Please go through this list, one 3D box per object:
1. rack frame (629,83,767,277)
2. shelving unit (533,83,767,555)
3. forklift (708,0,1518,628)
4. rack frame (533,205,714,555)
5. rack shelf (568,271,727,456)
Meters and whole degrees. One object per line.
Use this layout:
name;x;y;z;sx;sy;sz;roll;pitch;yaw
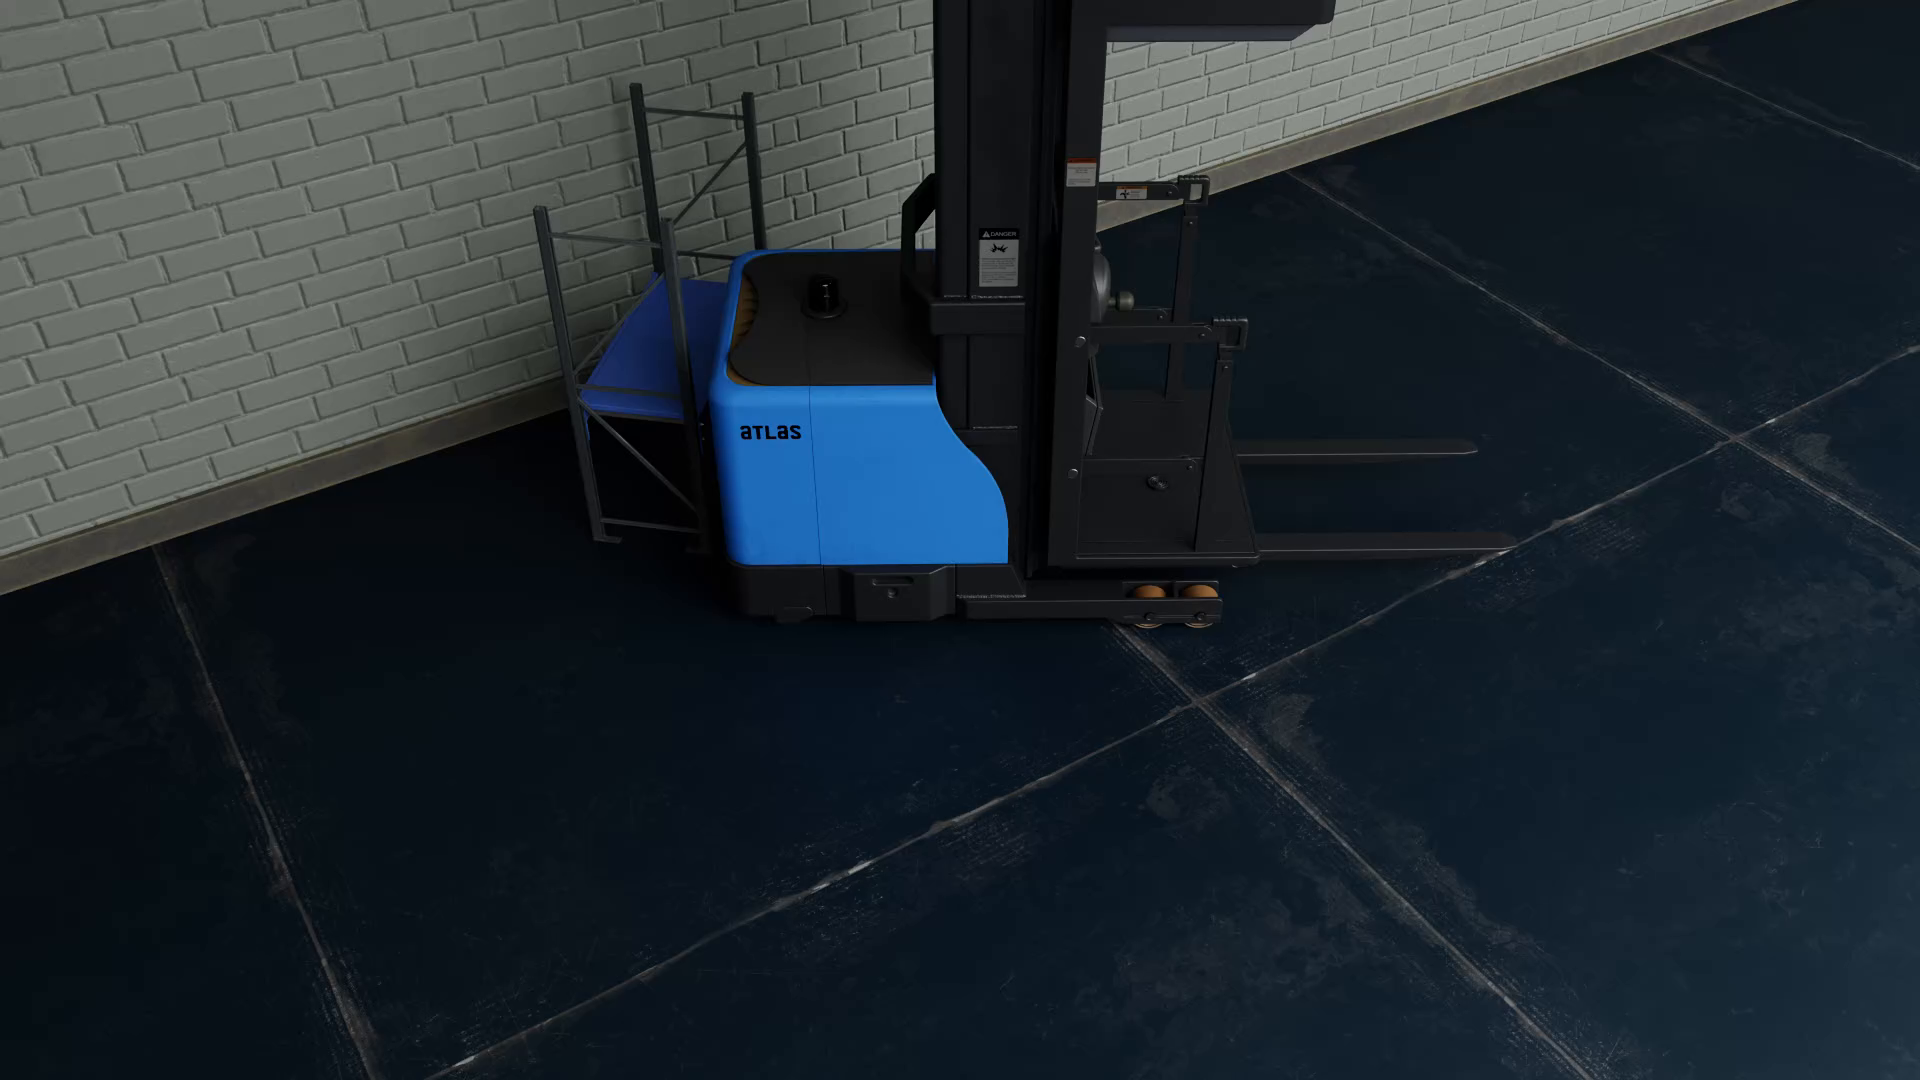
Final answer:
rack frame;-1.056;-1.195;7.012;0.500;1.500;0.032;7;40;8
shelving unit;-1.148;-0.875;6.628;0.538;1.500;1.048;7;40;8
forklift;0.622;-1.131;5.818;3.031;2.935;1.130;0;40;-1
rack frame;-1.239;-0.555;6.244;0.500;1.500;0.032;7;40;8
rack shelf;-1.148;-0.737;6.743;0.538;0.185;1.000;7;40;8
